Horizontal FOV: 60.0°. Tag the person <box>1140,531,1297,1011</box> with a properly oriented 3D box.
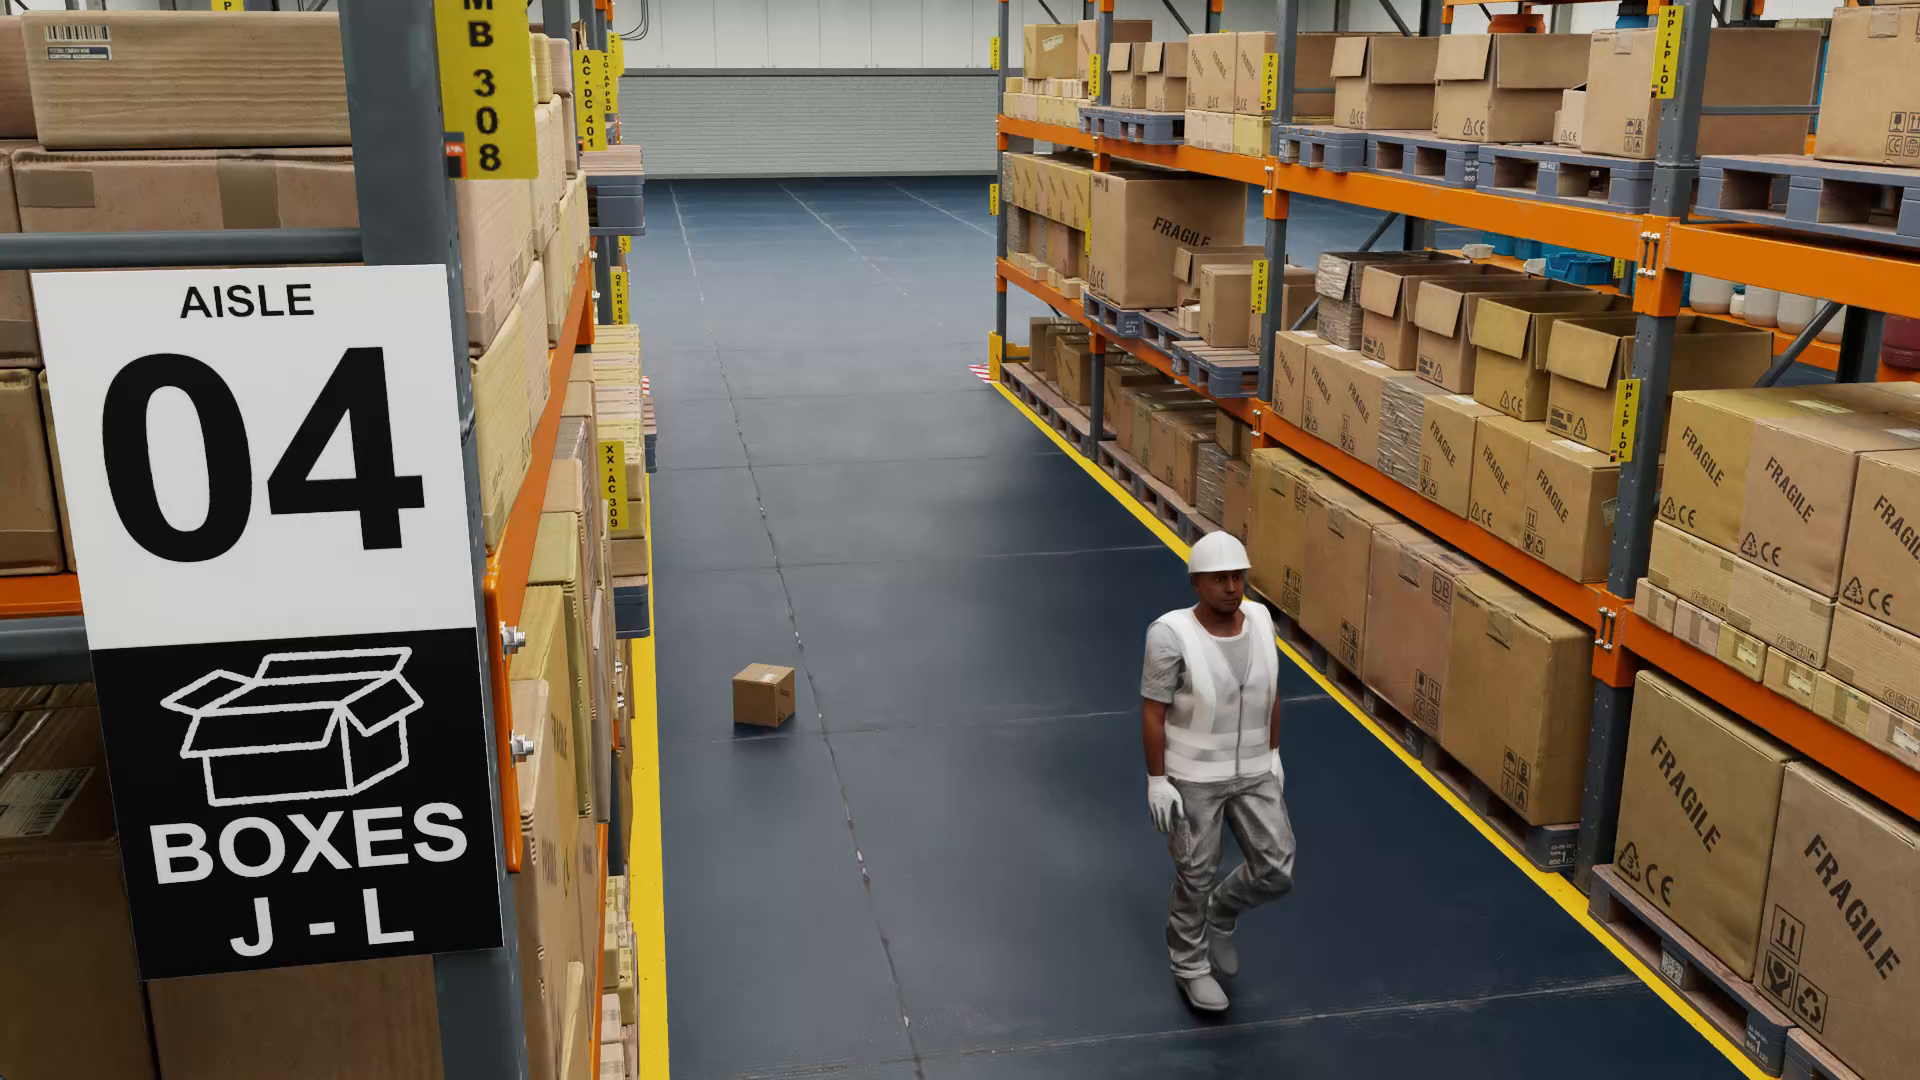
[{"bbox_3d":[0.941,0.842,5.982,0.600,1.777,0.472,-6,17,-21],"label":"person"}]
